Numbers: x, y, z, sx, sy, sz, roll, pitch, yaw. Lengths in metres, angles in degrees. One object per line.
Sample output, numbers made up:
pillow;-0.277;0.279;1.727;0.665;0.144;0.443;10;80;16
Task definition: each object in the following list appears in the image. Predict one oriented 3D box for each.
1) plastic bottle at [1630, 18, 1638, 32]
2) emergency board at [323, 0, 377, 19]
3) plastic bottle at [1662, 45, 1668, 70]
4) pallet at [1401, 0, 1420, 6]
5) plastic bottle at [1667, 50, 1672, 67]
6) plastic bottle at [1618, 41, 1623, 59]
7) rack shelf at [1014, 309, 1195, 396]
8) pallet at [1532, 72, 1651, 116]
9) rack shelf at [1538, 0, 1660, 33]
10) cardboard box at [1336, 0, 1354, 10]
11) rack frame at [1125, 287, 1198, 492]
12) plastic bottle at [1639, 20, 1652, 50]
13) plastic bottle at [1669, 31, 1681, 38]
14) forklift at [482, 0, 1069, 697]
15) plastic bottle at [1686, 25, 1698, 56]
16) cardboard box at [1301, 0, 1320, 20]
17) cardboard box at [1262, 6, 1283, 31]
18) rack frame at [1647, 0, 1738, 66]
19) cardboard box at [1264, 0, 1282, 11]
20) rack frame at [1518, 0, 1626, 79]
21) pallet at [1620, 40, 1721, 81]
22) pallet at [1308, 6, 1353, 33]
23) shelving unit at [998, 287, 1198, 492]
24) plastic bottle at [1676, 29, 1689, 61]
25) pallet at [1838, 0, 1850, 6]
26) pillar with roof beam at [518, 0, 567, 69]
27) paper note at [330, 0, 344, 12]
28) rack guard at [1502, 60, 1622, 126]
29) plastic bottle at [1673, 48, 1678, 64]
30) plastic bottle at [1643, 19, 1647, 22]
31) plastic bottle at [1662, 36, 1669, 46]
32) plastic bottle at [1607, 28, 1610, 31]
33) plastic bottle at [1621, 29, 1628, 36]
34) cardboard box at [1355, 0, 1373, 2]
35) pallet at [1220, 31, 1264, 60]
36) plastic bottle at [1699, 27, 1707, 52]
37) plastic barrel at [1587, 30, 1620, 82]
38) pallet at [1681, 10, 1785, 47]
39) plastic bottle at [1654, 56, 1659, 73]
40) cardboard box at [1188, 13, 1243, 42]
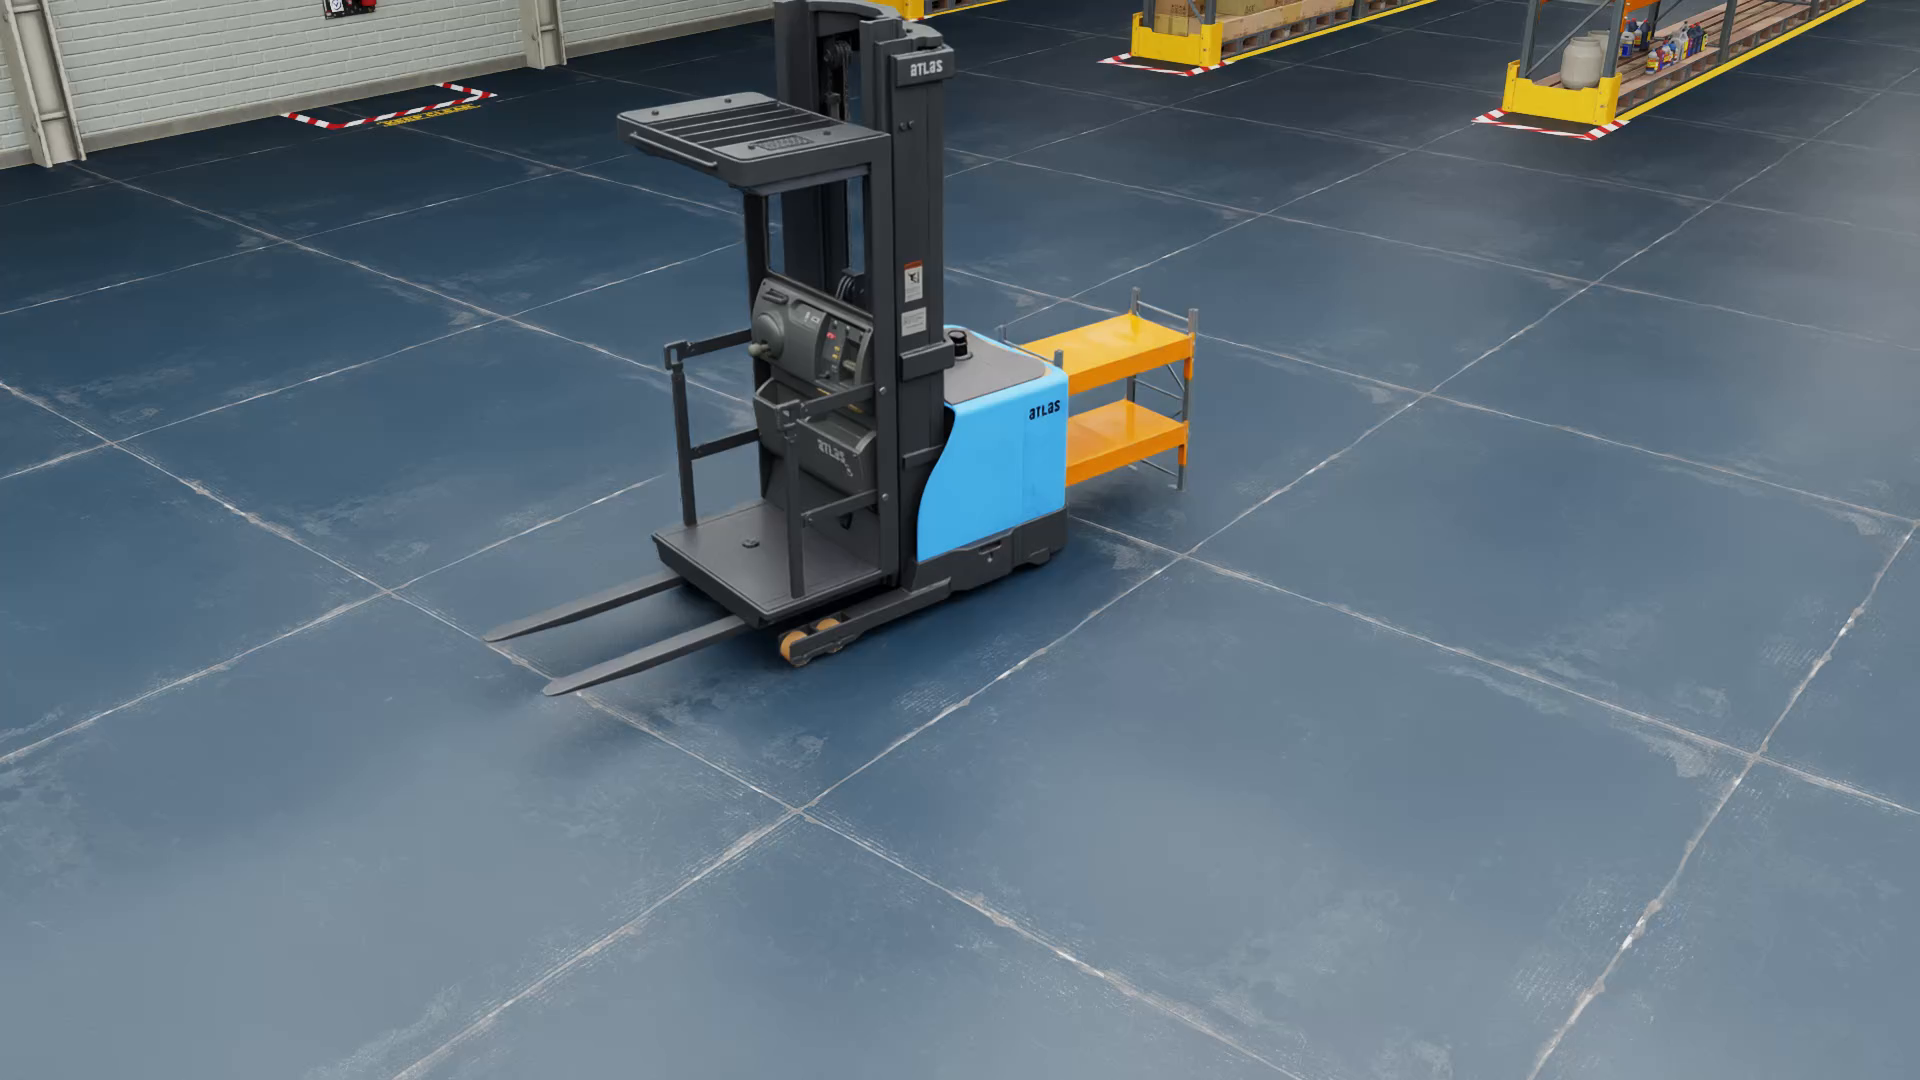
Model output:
plastic bottle;8.259;-6.232;20.437;0.144;0.351;0.185;22;34;36
emergency board;-6.736;-6.364;18.288;0.194;1.169;0.643;21;34;34
plastic bottle;8.160;-5.617;19.334;0.097;0.271;0.097;0;27;0
pallet;6.487;-8.296;25.056;1.003;0.211;1.213;21;34;34
plastic bottle;8.287;-5.657;19.486;0.097;0.201;0.097;0;27;0
plastic bottle;7.872;-5.863;19.885;0.097;0.201;0.097;0;27;0
rack shelf;0.769;-0.985;9.293;1.000;0.278;0.538;-21;34;-34
pallet;7.082;-5.049;18.780;1.003;0.211;1.213;21;34;34
rack shelf;7.821;-6.350;19.043;1.077;0.370;4.000;21;34;34
cardboard box;5.147;-7.564;23.143;0.500;0.250;0.500;21;34;34
rack frame;1.163;-0.873;9.713;0.032;1.125;0.500;-21;34;-34
plastic bottle;8.371;-6.190;20.355;0.144;0.351;0.185;21;34;34
plastic bottle;8.653;-6.018;20.103;0.152;0.276;0.135;21;34;34
forklift;-0.882;-0.965;7.925;3.031;2.935;1.130;-21;34;-34
plastic bottle;8.784;-6.017;20.020;0.144;0.351;0.185;19;33;32
cardboard box;4.515;-7.208;22.455;0.500;0.250;0.500;21;34;34
cardboard box;3.875;-6.855;21.772;0.500;0.250;0.500;21;34;34
rack frame;9.093;-7.378;20.248;1.000;3.000;0.127;21;34;34
cardboard box;3.866;-7.191;21.606;0.500;0.500;0.500;21;34;34
rack frame;6.549;-5.960;17.507;1.000;3.000;0.127;21;34;34
pallet;8.634;-5.914;20.452;1.003;0.211;1.213;21;34;34
pallet;4.735;-7.319;23.168;1.003;0.211;1.213;21;34;34
shelving unit;0.769;-0.725;9.427;1.048;1.125;0.538;-21;34;-34
plastic bottle;8.578;-5.902;19.798;0.144;0.351;0.185;21;34;34
pallet;12.883;-8.280;25.026;1.003;0.211;1.213;21;34;34
pillar with roof beam;-1.813;-8.636;16.149;9.100;9.000;0.400;21;34;34
paper note;-6.902;-5.930;18.408;0.016;0.148;0.142;21;34;34
rack guard;6.561;-4.891;18.160;1.175;0.500;0.348;21;34;34
plastic bottle;8.418;-5.729;19.627;0.097;0.201;0.097;0;27;0
plastic bottle;8.552;-6.377;20.803;0.097;0.271;0.097;0;27;0
plastic bottle;8.389;-5.847;19.765;0.061;0.283;0.133;21;34;34
plastic bottle;7.751;-5.949;19.889;0.144;0.351;0.185;22;35;36
plastic bottle;8.075;-6.067;20.204;0.097;0.271;0.097;0;27;0
cardboard box;5.721;-7.863;23.721;0.500;0.250;0.500;20;33;33
pallet;3.183;-6.454;21.496;1.003;0.211;1.213;21;34;34
plastic bottle;9.042;-6.100;20.255;0.061;0.283;0.133;23;35;37
plastic barrel;7.227;-5.475;18.819;0.421;0.512;0.421;0;27;0
pallet;10.338;-6.864;22.289;1.003;0.211;1.213;21;34;34
plastic bottle;8.008;-5.501;19.186;0.097;0.201;0.097;0;27;0
cardboard box;3.242;-6.499;21.085;0.500;0.250;0.500;21;34;34
